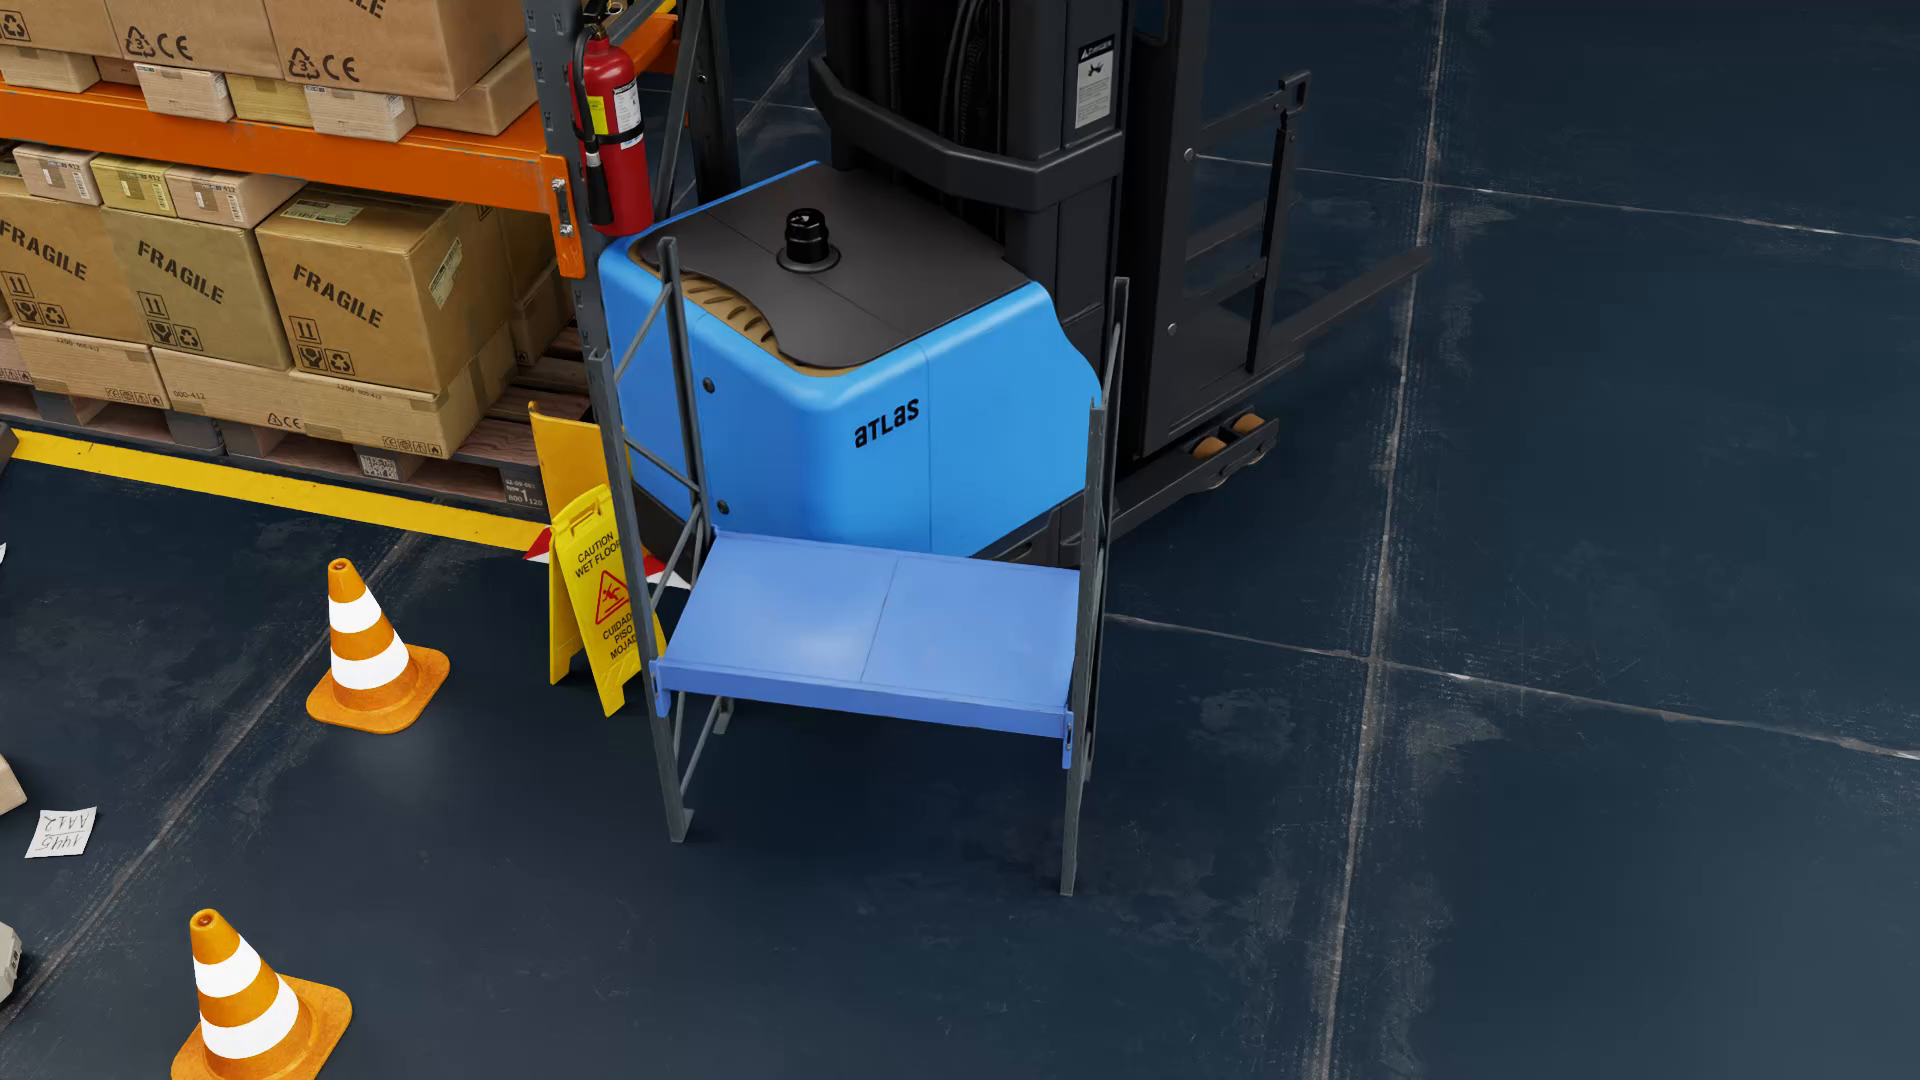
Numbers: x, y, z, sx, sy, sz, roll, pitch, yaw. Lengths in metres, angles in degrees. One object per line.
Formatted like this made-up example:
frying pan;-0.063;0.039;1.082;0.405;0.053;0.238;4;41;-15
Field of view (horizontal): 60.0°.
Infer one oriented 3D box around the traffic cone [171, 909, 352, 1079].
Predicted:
traffic cone;-1.617;0.988;3.714;0.334;0.463;0.336;10;41;11

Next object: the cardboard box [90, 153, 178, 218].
cardboard box;-2.365;-1.137;4.996;0.250;0.149;0.380;10;41;12

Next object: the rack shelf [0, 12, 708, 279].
rack shelf;-2.841;-1.516;5.283;4.000;0.370;1.077;10;41;11

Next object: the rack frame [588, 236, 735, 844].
rack frame;-0.693;0.054;4.020;0.032;1.500;0.500;6;40;7

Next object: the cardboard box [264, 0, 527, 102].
cardboard box;-1.505;-1.531;4.431;0.500;0.500;0.500;9;41;11

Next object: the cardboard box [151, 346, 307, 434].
cardboard box;-2.258;-0.626;5.474;0.500;0.250;0.500;10;41;12

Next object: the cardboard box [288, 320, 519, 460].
cardboard box;-1.783;-0.539;5.370;0.500;0.250;0.500;10;41;11

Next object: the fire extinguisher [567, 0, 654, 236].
fire extinguisher;-0.918;-1.124;4.317;0.183;0.674;0.296;10;41;11

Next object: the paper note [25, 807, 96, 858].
paper note;-2.337;0.757;4.325;0.142;0.019;0.148;-3;40;-4

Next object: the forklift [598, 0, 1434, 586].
forklift;0.418;-1.513;4.773;3.031;2.935;1.130;-31;49;-31

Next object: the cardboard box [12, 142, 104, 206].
cardboard box;-2.619;-1.182;5.049;0.250;0.149;0.380;11;41;13

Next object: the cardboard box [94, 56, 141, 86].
cardboard box;-2.309;-1.476;4.870;0.250;0.149;0.380;10;41;12

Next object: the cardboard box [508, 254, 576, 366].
cardboard box;-1.617;-0.873;5.769;0.500;0.250;0.500;9;41;11

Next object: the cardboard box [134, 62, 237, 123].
cardboard box;-2.098;-1.346;4.715;0.250;0.149;0.380;10;41;12

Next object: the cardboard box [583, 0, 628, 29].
cardboard box;-1.184;-1.548;4.957;0.250;0.149;0.380;10;41;12

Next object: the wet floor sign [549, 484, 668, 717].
wet floor sign;-1.002;0.138;4.583;0.232;0.644;0.267;24;46;26

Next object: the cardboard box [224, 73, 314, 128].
cardboard box;-1.841;-1.322;4.687;0.250;0.149;0.380;9;41;11

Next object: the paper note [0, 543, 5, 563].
paper note;-3.048;0.065;5.149;0.148;0.019;0.142;-3;40;-4

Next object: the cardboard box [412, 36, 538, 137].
cardboard box;-1.326;-1.292;4.652;0.250;0.149;0.380;11;41;13

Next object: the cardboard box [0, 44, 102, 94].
cardboard box;-2.580;-1.462;4.853;0.250;0.149;0.380;9;41;11

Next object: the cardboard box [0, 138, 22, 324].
cardboard box;-3.253;-1.085;5.438;0.500;0.500;0.500;12;41;14

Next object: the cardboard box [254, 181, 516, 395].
cardboard box;-1.751;-0.826;5.129;0.500;0.500;0.500;10;41;12

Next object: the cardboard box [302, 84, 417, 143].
cardboard box;-1.599;-1.266;4.620;0.250;0.149;0.380;9;41;11

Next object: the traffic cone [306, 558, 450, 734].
traffic cone;-1.658;0.242;4.602;0.334;0.463;0.336;10;41;11

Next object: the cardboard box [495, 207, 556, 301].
cardboard box;-1.640;-1.164;5.532;0.500;0.500;0.500;8;41;10

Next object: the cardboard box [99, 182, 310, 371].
cardboard box;-2.256;-0.910;5.230;0.500;0.500;0.500;11;41;13

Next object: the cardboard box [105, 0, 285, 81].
cardboard box;-1.987;-1.617;4.534;0.500;0.500;0.500;10;41;12

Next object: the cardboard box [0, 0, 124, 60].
cardboard box;-2.470;-1.702;4.635;0.500;0.500;0.500;10;41;11

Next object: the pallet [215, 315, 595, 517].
pallet;-1.758;-0.561;5.754;1.213;0.211;1.003;10;41;11

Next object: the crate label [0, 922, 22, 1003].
crate label;-2.392;1.021;3.928;0.298;0.136;0.250;-10;41;-11

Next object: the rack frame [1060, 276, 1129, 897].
rack frame;0.309;0.164;3.889;0.032;1.500;0.500;6;40;7

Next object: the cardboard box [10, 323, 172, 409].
cardboard box;-2.765;-0.709;5.573;0.500;0.250;0.500;8;41;10

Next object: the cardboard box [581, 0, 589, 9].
cardboard box;-1.295;-1.863;4.826;0.500;0.500;0.500;9;41;11

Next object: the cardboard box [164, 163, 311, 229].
cardboard box;-2.123;-1.093;4.943;0.250;0.149;0.380;11;41;13

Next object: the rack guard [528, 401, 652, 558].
rack guard;-0.983;-0.515;5.474;0.348;0.500;1.175;10;41;11

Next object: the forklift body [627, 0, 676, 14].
forklift body;-1.933;-3.401;7.627;1.214;2.155;2.313;10;41;11

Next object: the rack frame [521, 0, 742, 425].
rack frame;-0.909;-1.459;4.655;0.127;3.000;1.000;10;41;11

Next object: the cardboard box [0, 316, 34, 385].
cardboard box;-3.241;-0.798;5.679;0.500;0.250;0.500;9;41;11

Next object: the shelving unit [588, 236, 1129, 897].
shelving unit;-0.192;0.109;3.954;1.048;1.500;0.538;6;40;7

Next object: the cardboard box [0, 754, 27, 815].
cardboard box;-2.697;0.669;4.337;0.250;0.149;0.380;33;50;33

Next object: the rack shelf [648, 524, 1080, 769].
rack shelf;-0.192;0.246;4.070;1.000;0.185;0.538;6;40;7

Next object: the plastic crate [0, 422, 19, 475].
plastic crate;-3.469;-0.236;5.469;0.583;0.080;0.402;-3;40;-4

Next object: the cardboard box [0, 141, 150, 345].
cardboard box;-2.741;-0.999;5.335;0.500;0.500;0.500;9;41;10

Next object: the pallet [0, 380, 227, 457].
pallet;-2.933;-0.765;5.997;1.213;0.211;1.003;10;41;11
